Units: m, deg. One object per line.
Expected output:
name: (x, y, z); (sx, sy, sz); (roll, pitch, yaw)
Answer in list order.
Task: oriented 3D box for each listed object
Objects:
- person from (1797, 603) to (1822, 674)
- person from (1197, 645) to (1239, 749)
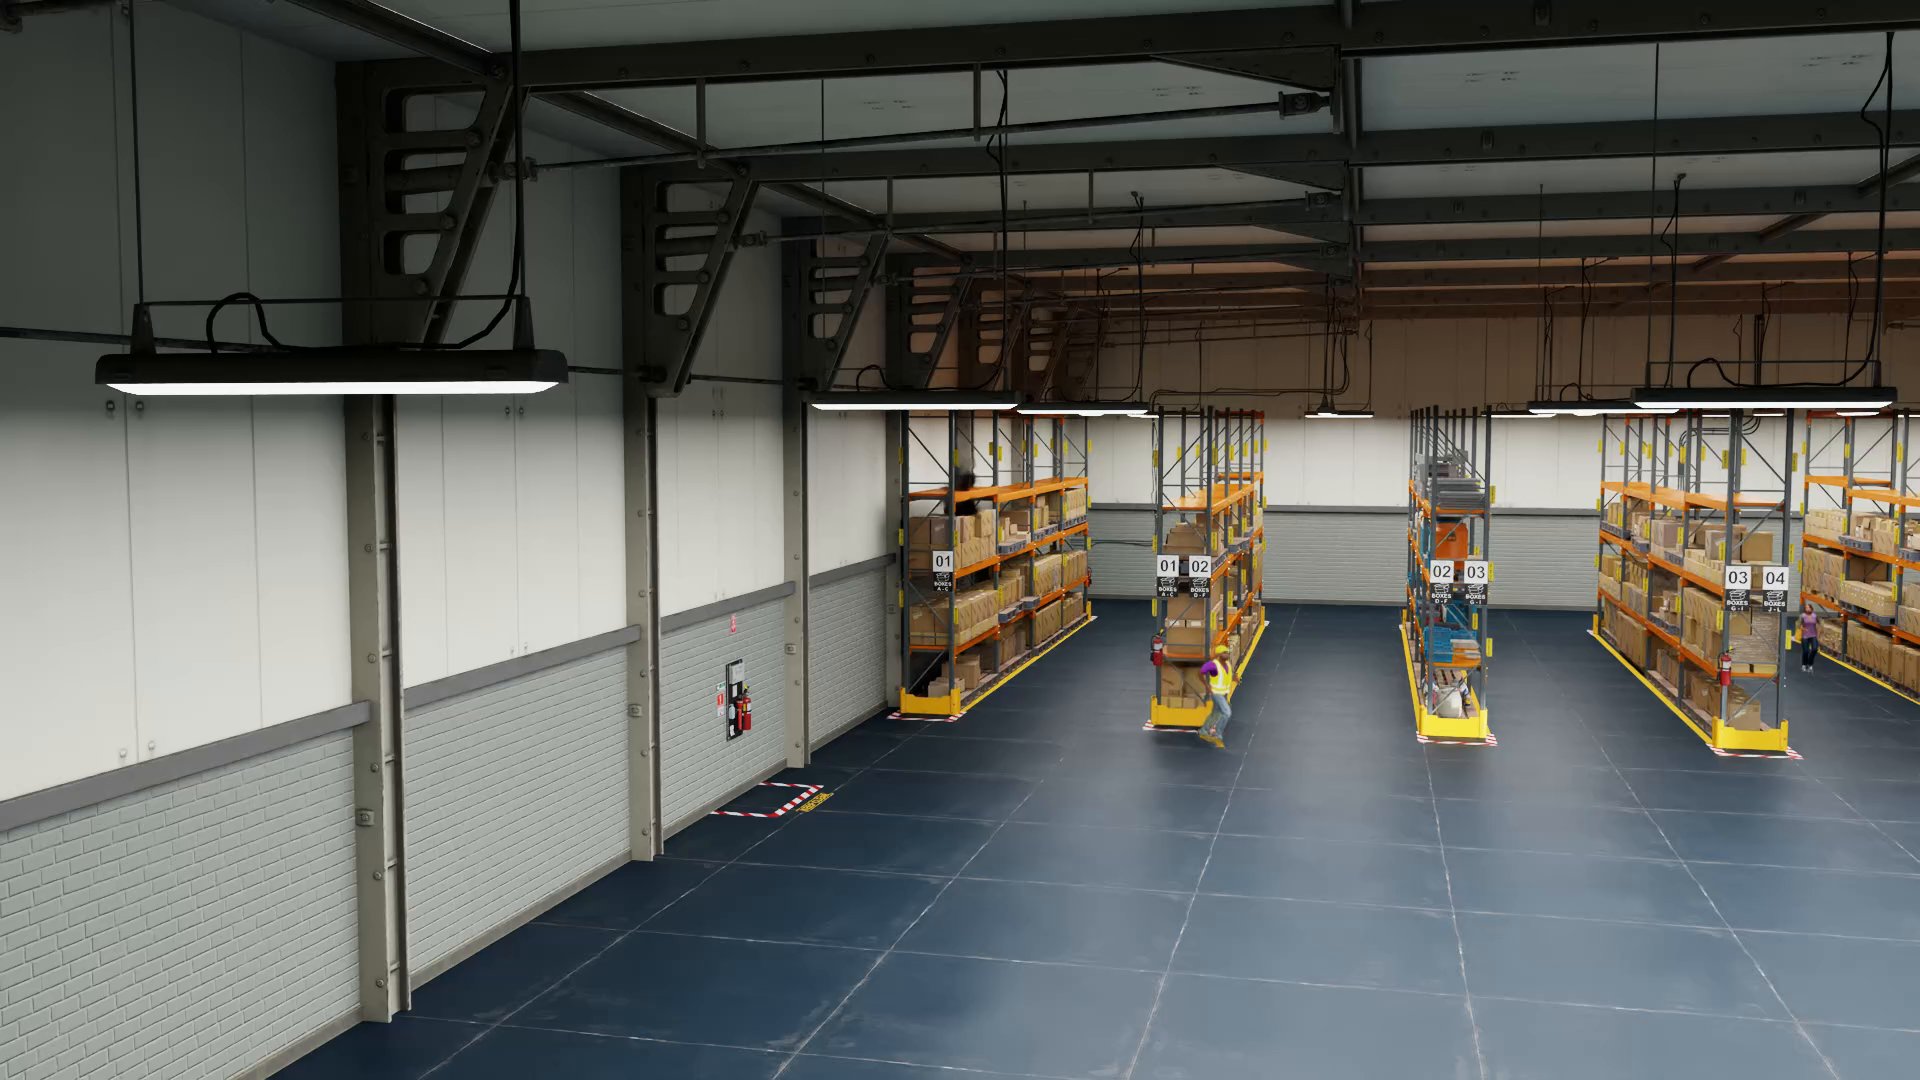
person: (19.300, 2.231, 37.783); (0.548, 1.585, 0.661); (1, 4, 19)
person: (4.559, 2.751, 29.330); (0.723, 1.822, 0.698); (4, 5, 41)
